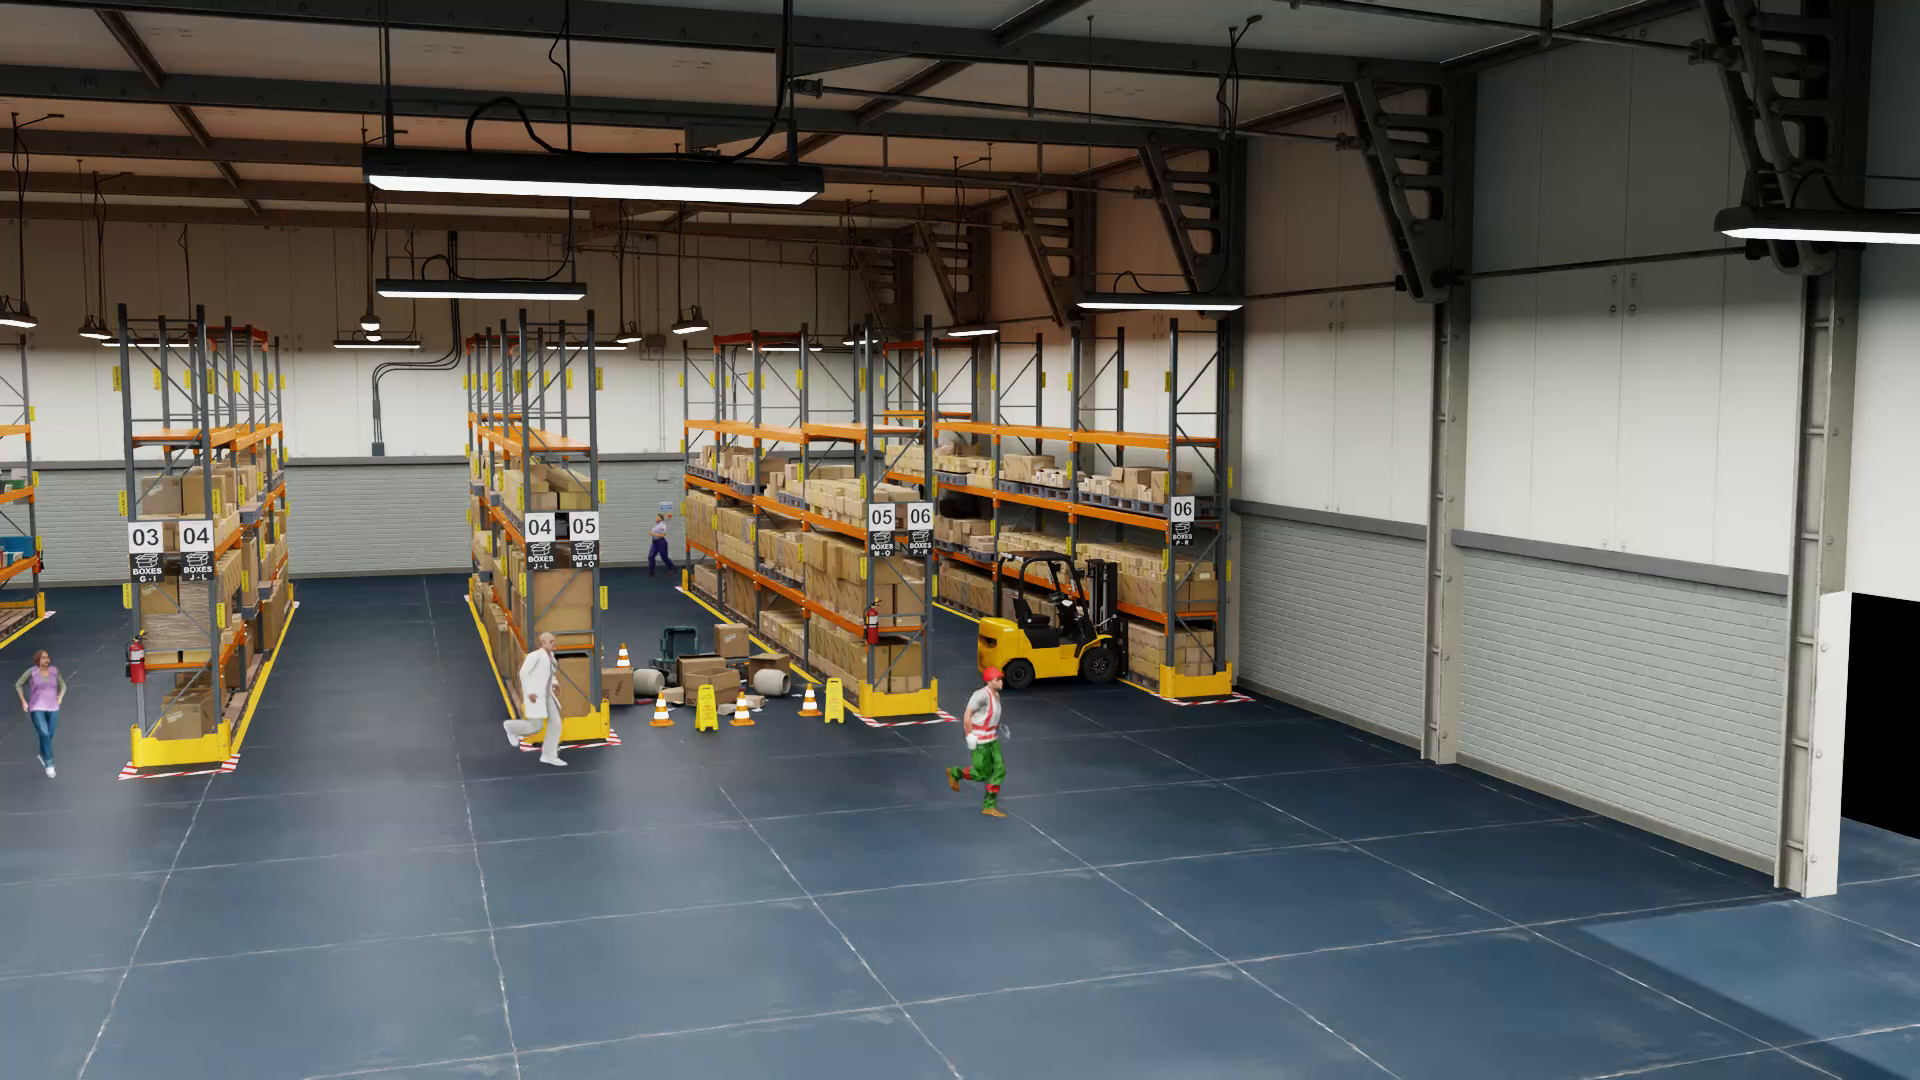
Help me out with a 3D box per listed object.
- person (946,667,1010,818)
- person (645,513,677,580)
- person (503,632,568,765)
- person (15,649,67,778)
[{"bbox_3d":[0.210,2.329,19.322,0.779,1.752,0.683,3,6,29],"label":"person"},{"bbox_3d":[-7.636,0.169,42.334,0.816,1.680,0.588,-5,7,-42],"label":"person"},{"bbox_3d":[-5.588,2.088,21.903,0.926,1.763,0.724,2,6,20],"label":"person"},{"bbox_3d":[-11.738,2.204,21.298,0.732,1.641,0.542,5,7,43],"label":"person"}]
